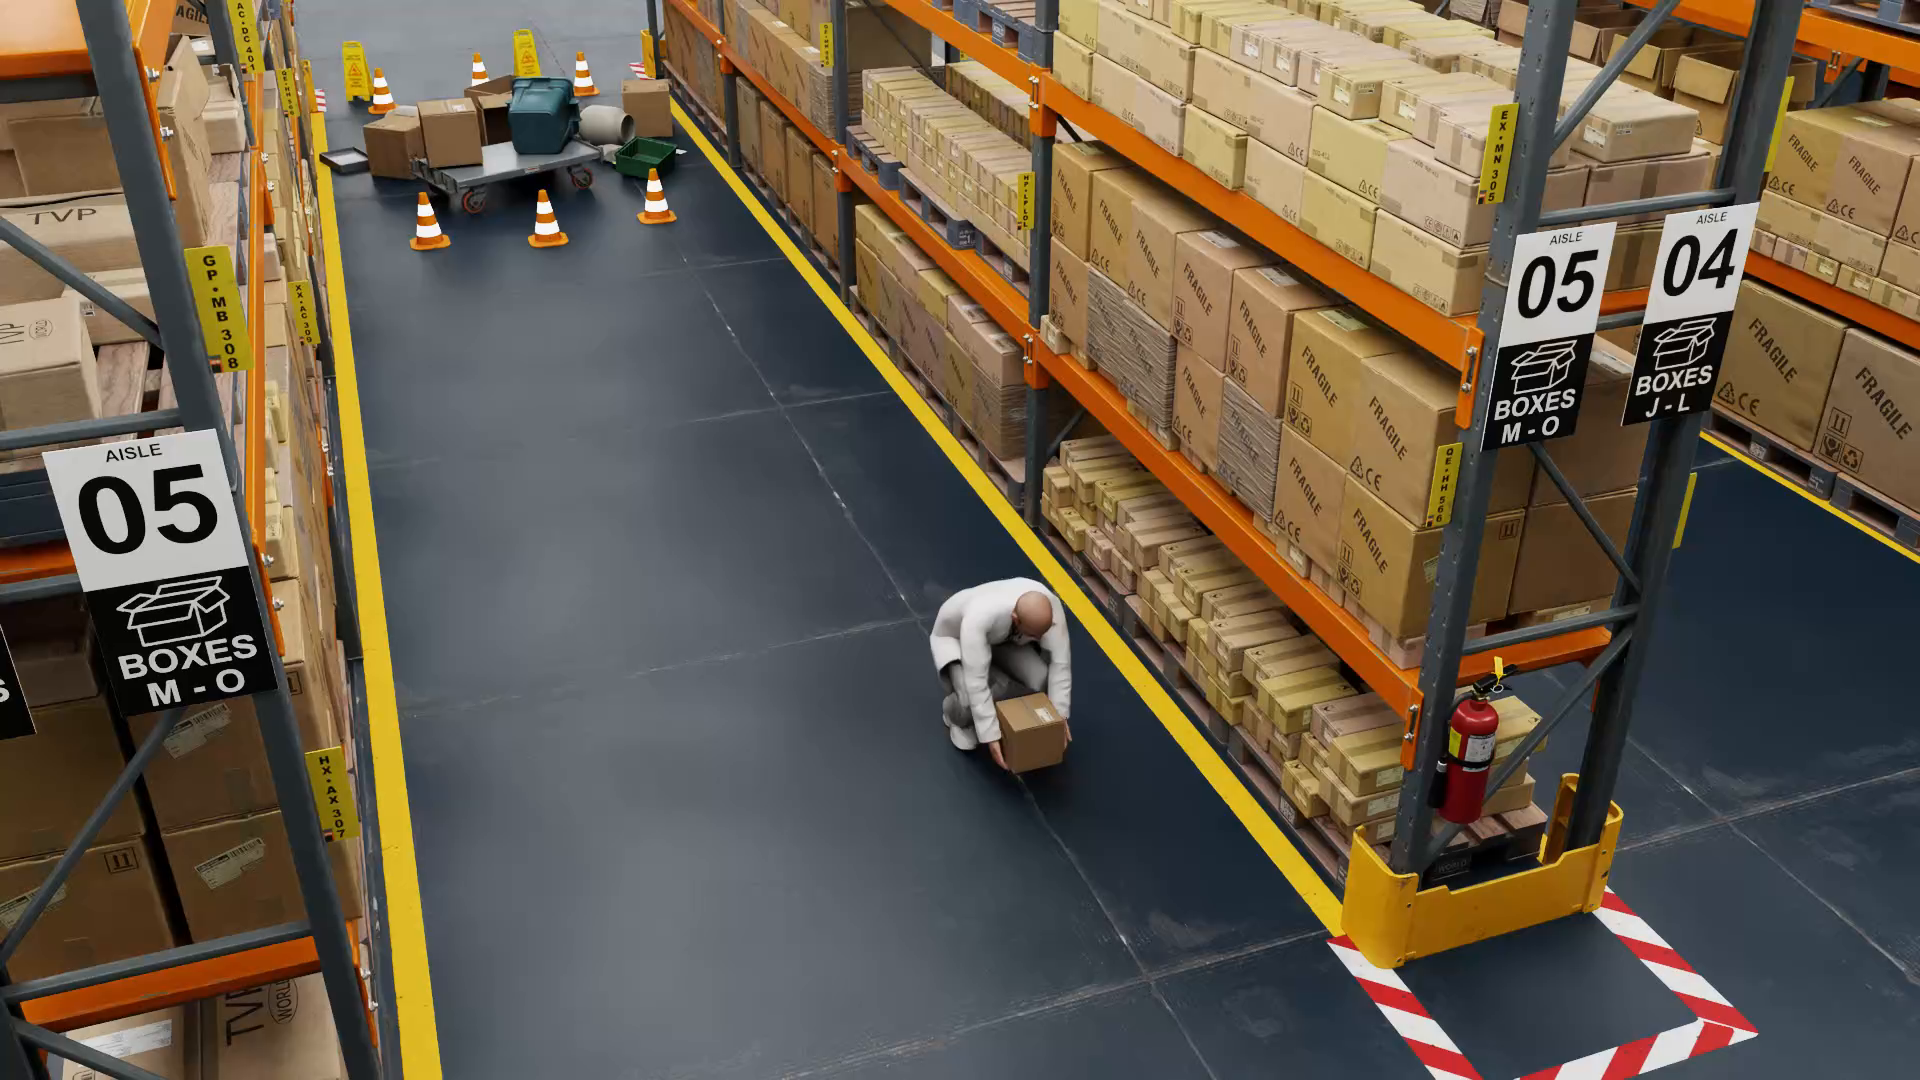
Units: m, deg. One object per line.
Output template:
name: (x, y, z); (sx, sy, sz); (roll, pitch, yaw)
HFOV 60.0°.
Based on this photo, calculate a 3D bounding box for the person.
person: (0.199, 0.575, 8.120); (0.612, 1.020, 0.913); (-11, 31, -19)
